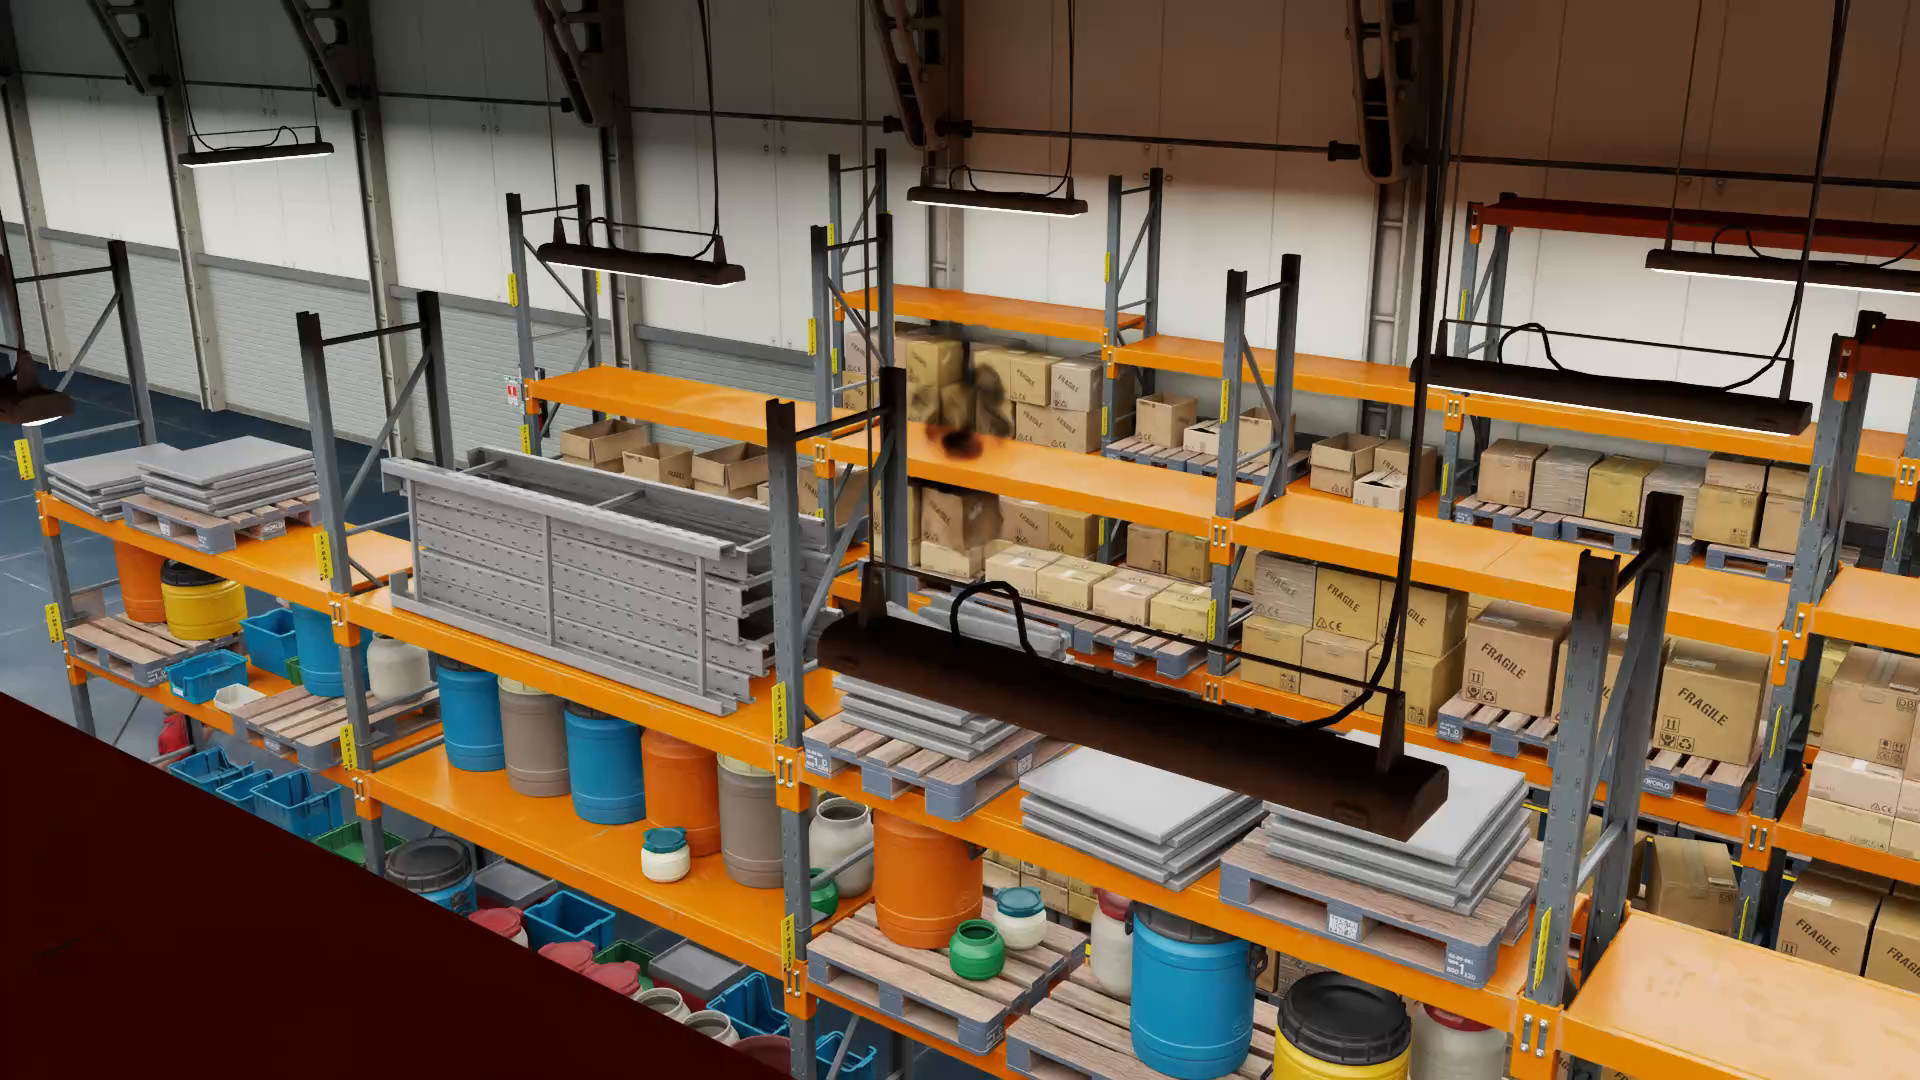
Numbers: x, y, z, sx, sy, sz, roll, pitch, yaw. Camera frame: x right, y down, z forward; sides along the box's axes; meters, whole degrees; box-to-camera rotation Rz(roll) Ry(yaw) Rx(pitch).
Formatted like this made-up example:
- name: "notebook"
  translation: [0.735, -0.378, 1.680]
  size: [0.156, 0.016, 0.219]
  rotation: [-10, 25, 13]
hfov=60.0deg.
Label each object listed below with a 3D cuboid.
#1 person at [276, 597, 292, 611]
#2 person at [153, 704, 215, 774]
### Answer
- name: "person"
  translation: [-7.373, 1.360, 18.493]
  size: [0.570, 1.627, 0.618]
  rotation: [-7, 20, -19]
- name: "person"
  translation: [-7.436, 2.213, 15.902]
  size: [0.693, 1.701, 0.714]
  rotation: [1, 18, 2]
